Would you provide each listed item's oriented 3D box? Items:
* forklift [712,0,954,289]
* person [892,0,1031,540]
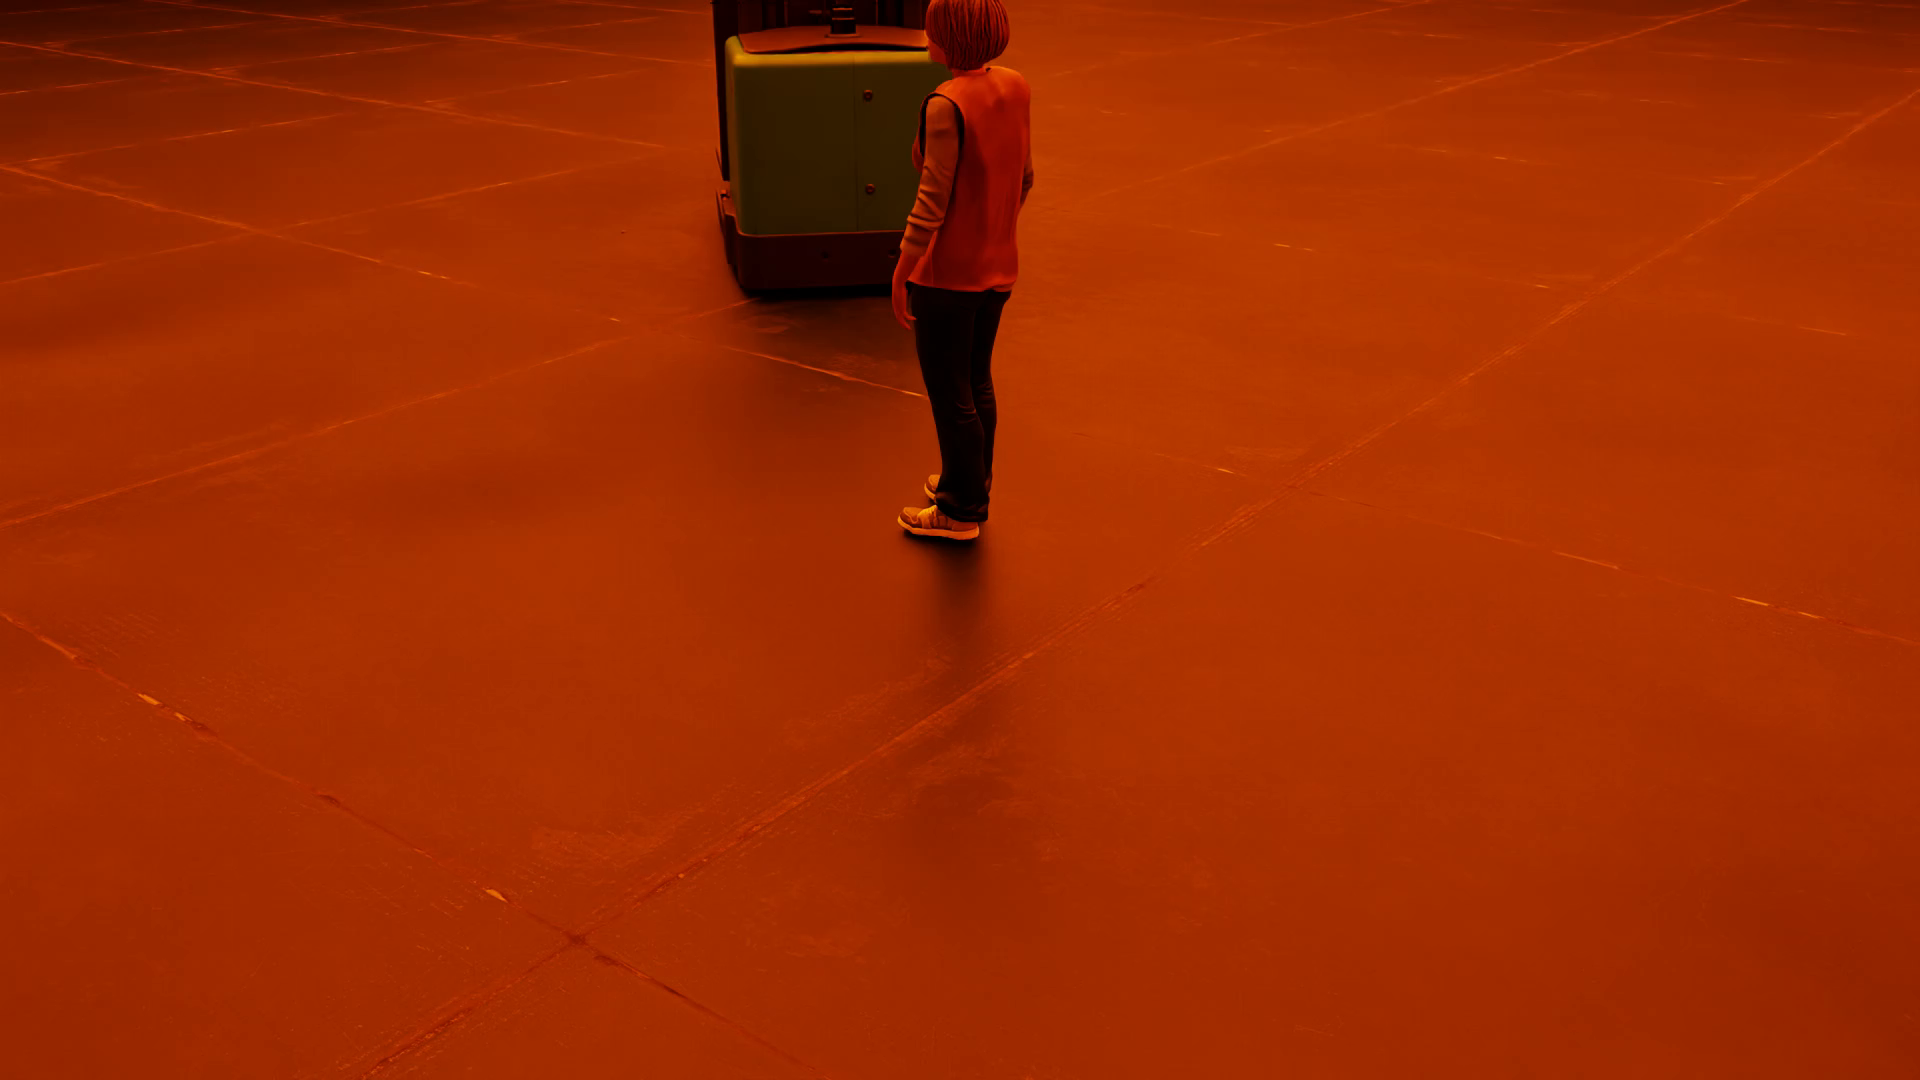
[{"bbox_3d":[-0.715,-3.017,8.287,1.130,2.935,3.031,-4,24,-9],"label":"forklift"},{"bbox_3d":[-0.049,-0.763,4.748,0.473,1.599,0.514,17,29,34],"label":"person"}]
